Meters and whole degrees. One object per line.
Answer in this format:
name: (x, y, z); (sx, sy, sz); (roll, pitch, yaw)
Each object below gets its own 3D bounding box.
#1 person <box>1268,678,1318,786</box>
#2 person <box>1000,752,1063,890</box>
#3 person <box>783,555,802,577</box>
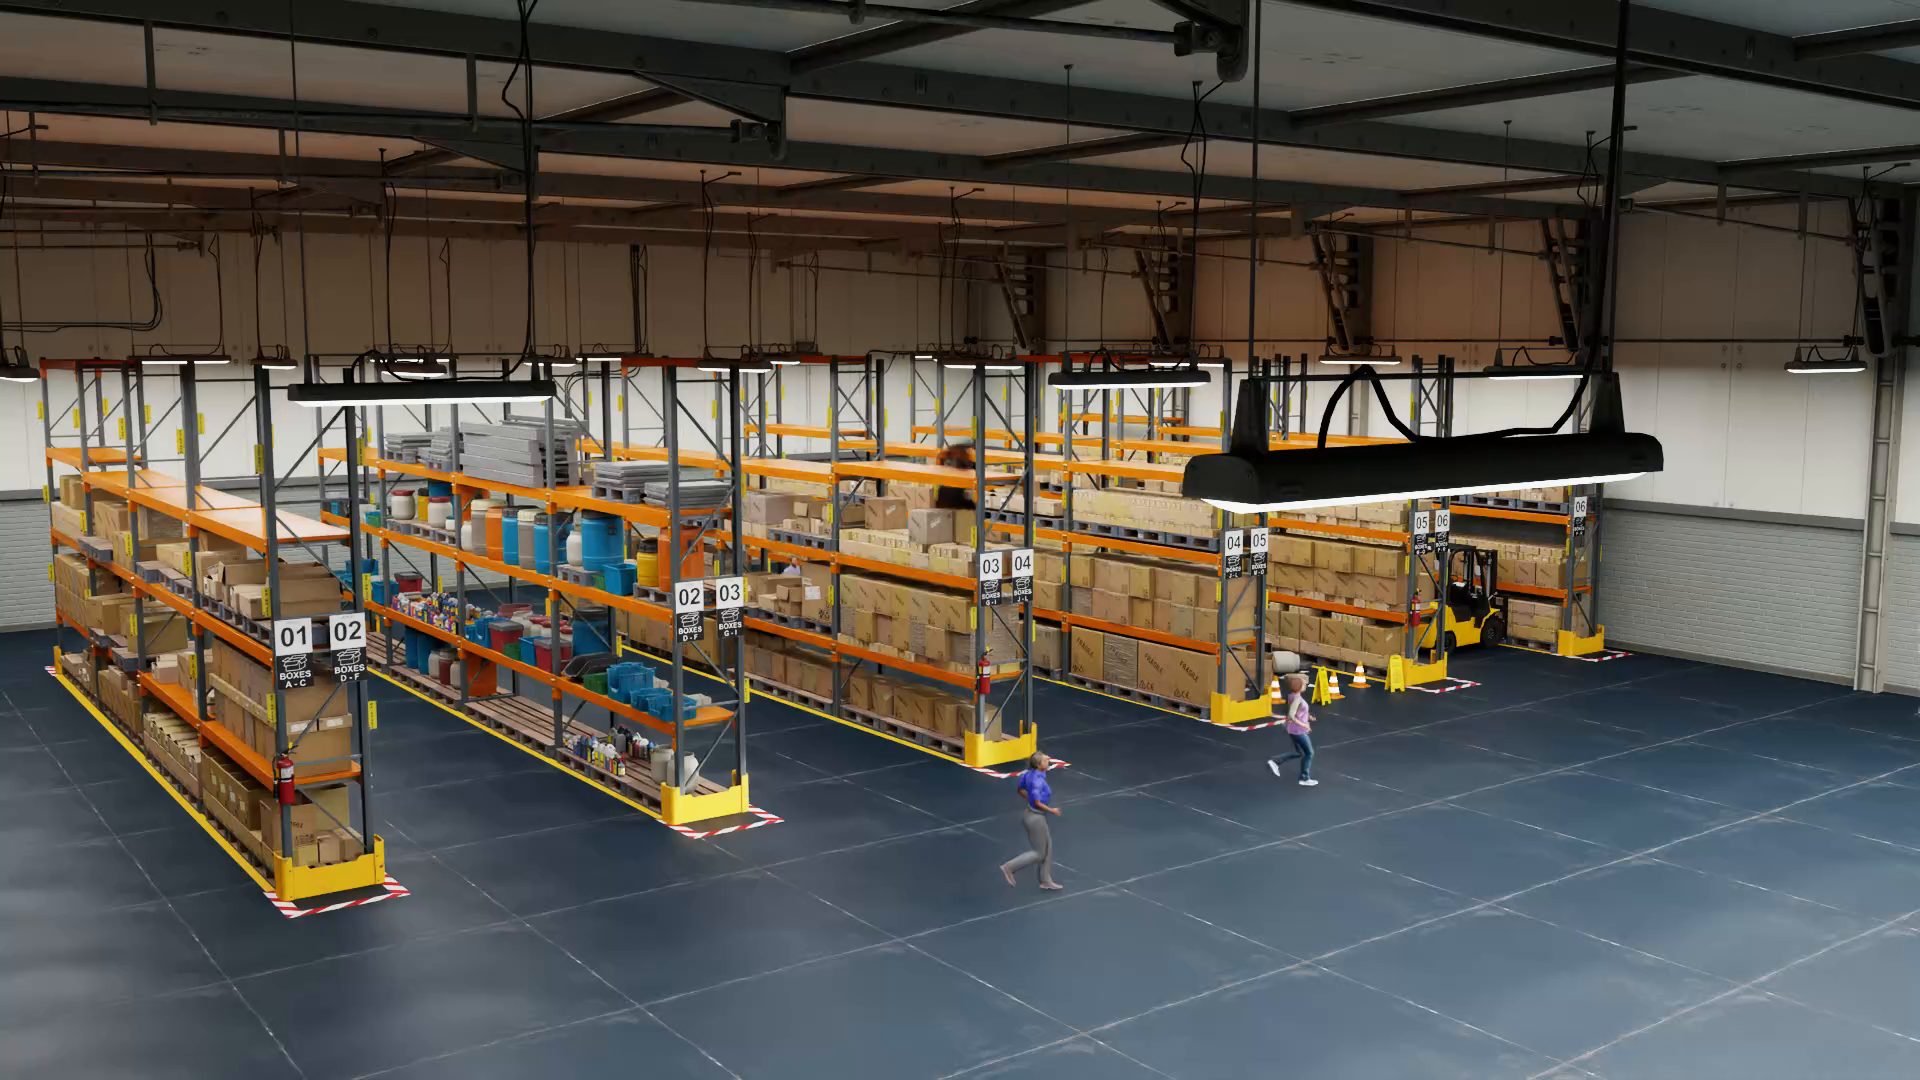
person: (4.759, 2.723, 23.651); (0.705, 1.555, 0.544); (0, 7, 3)
person: (0.811, 3.252, 19.136); (0.782, 1.640, 0.586); (-1, 7, -12)
person: (-3.618, 1.155, 36.208); (0.604, 1.655, 0.923); (-6, 9, -40)
